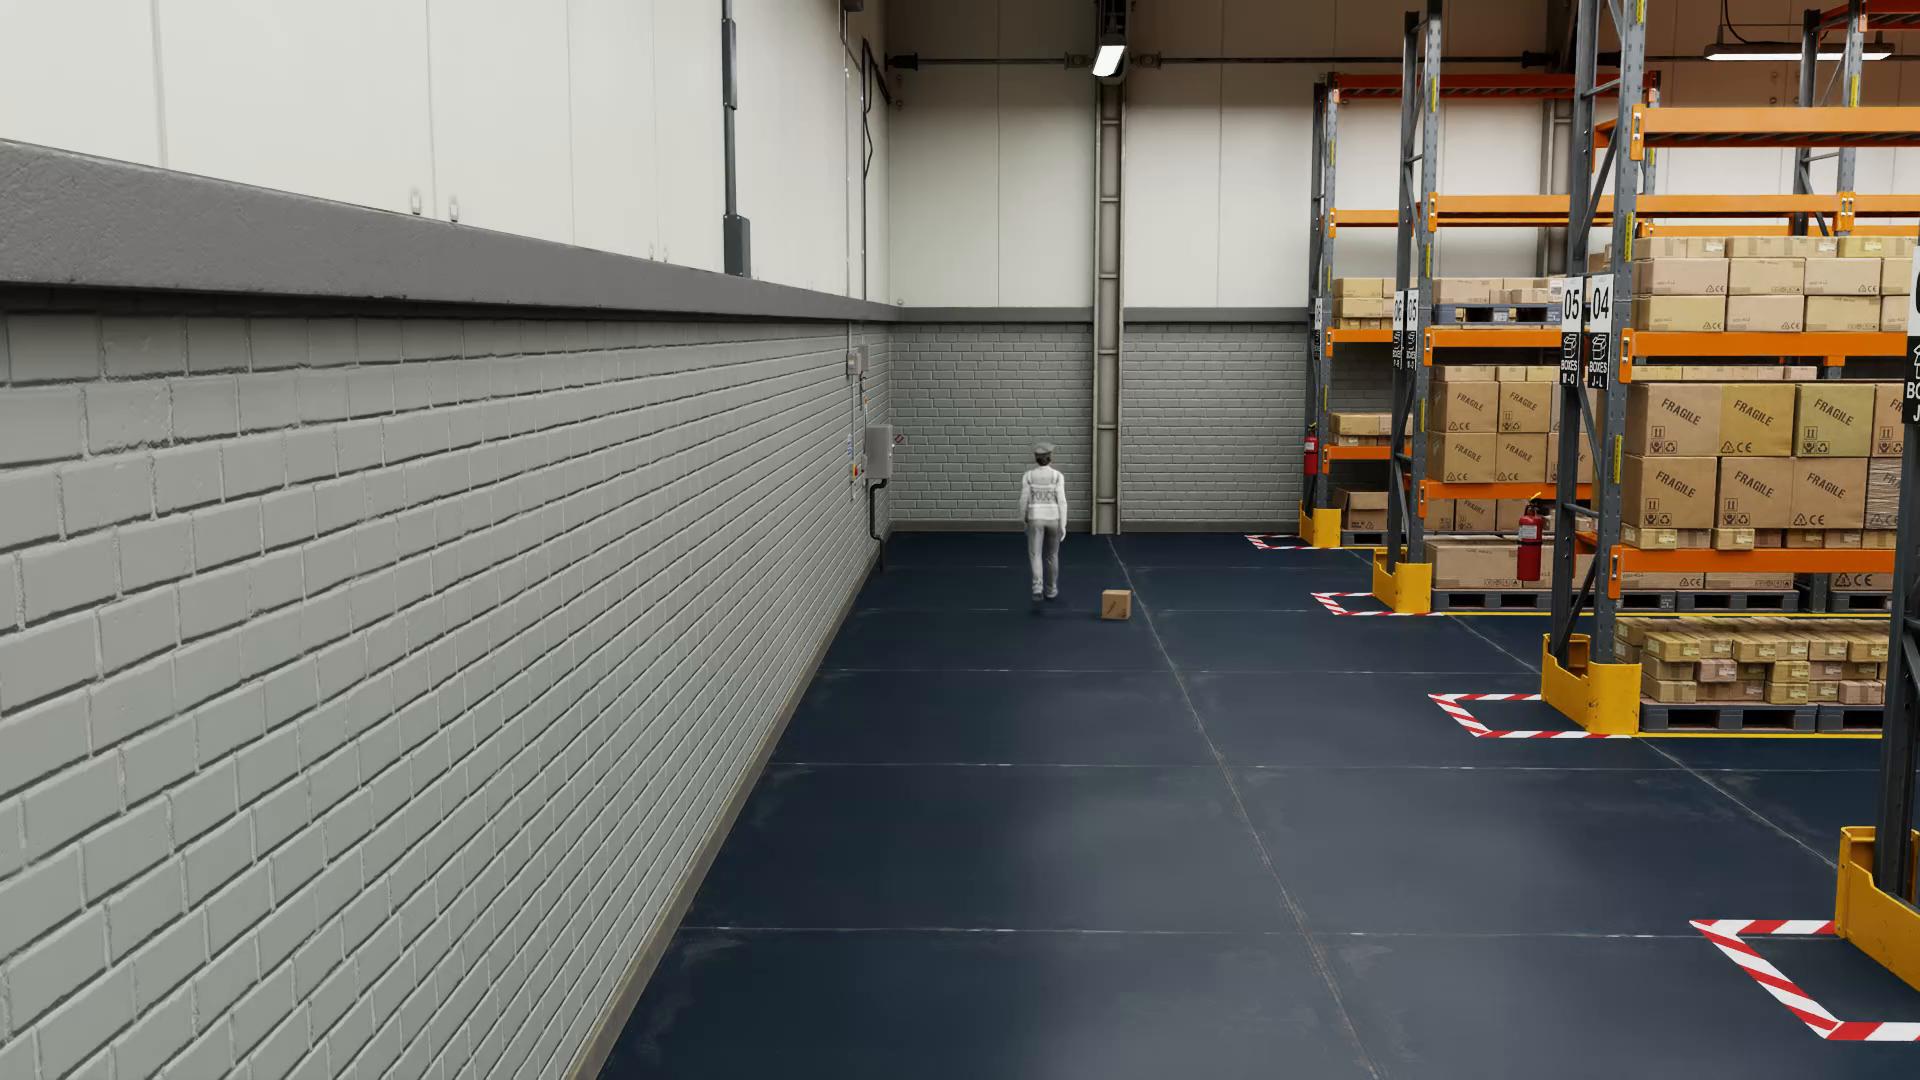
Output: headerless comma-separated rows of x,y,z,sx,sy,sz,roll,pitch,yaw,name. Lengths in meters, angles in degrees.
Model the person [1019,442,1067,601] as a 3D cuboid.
0.850,-0.182,17.062,0.484,1.638,0.977,0,7,-1,person
